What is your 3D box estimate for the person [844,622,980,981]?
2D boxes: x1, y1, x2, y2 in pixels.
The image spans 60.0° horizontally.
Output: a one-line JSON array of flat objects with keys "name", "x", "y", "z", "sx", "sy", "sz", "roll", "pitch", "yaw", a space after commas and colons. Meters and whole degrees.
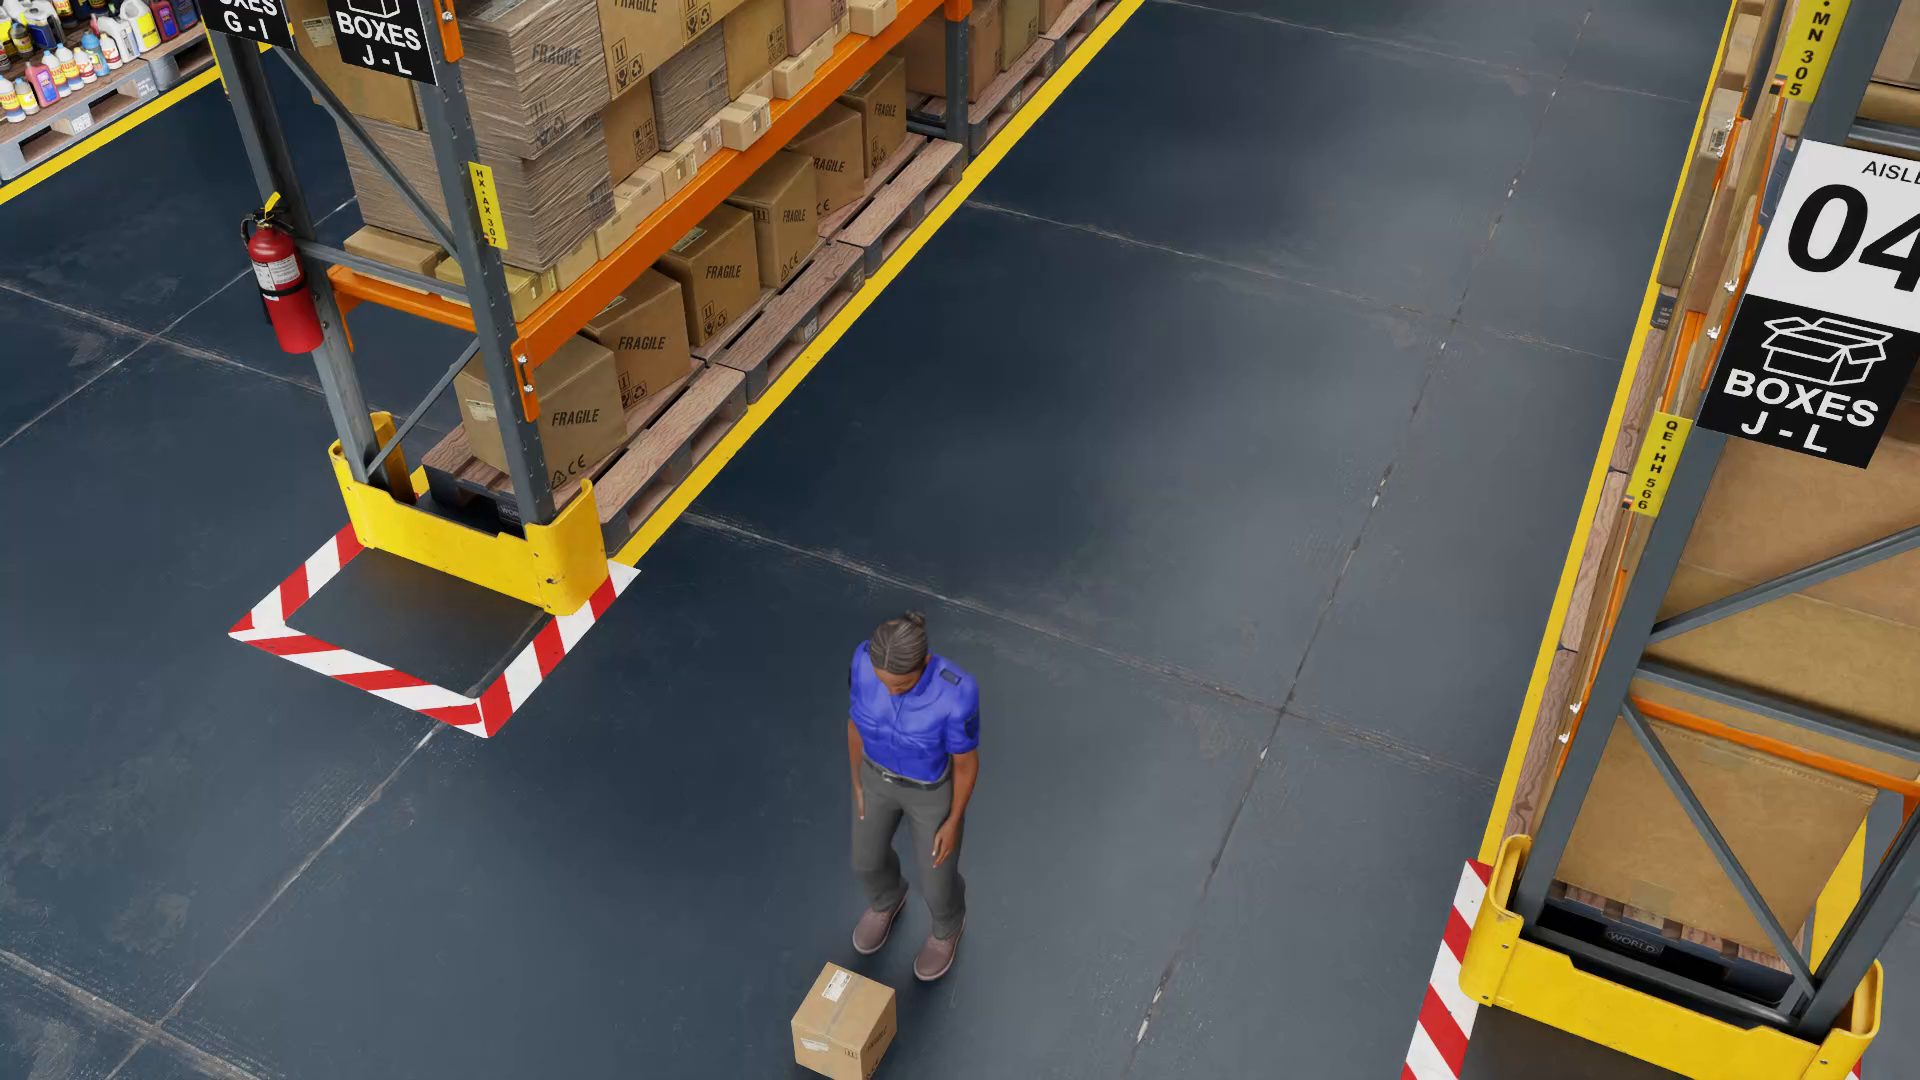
[{"name": "person", "x": -0.147, "y": 0.819, "z": 5.316, "sx": 0.461, "sy": 1.600, "sz": 0.393, "roll": 19, "pitch": 45, "yaw": 19}]
